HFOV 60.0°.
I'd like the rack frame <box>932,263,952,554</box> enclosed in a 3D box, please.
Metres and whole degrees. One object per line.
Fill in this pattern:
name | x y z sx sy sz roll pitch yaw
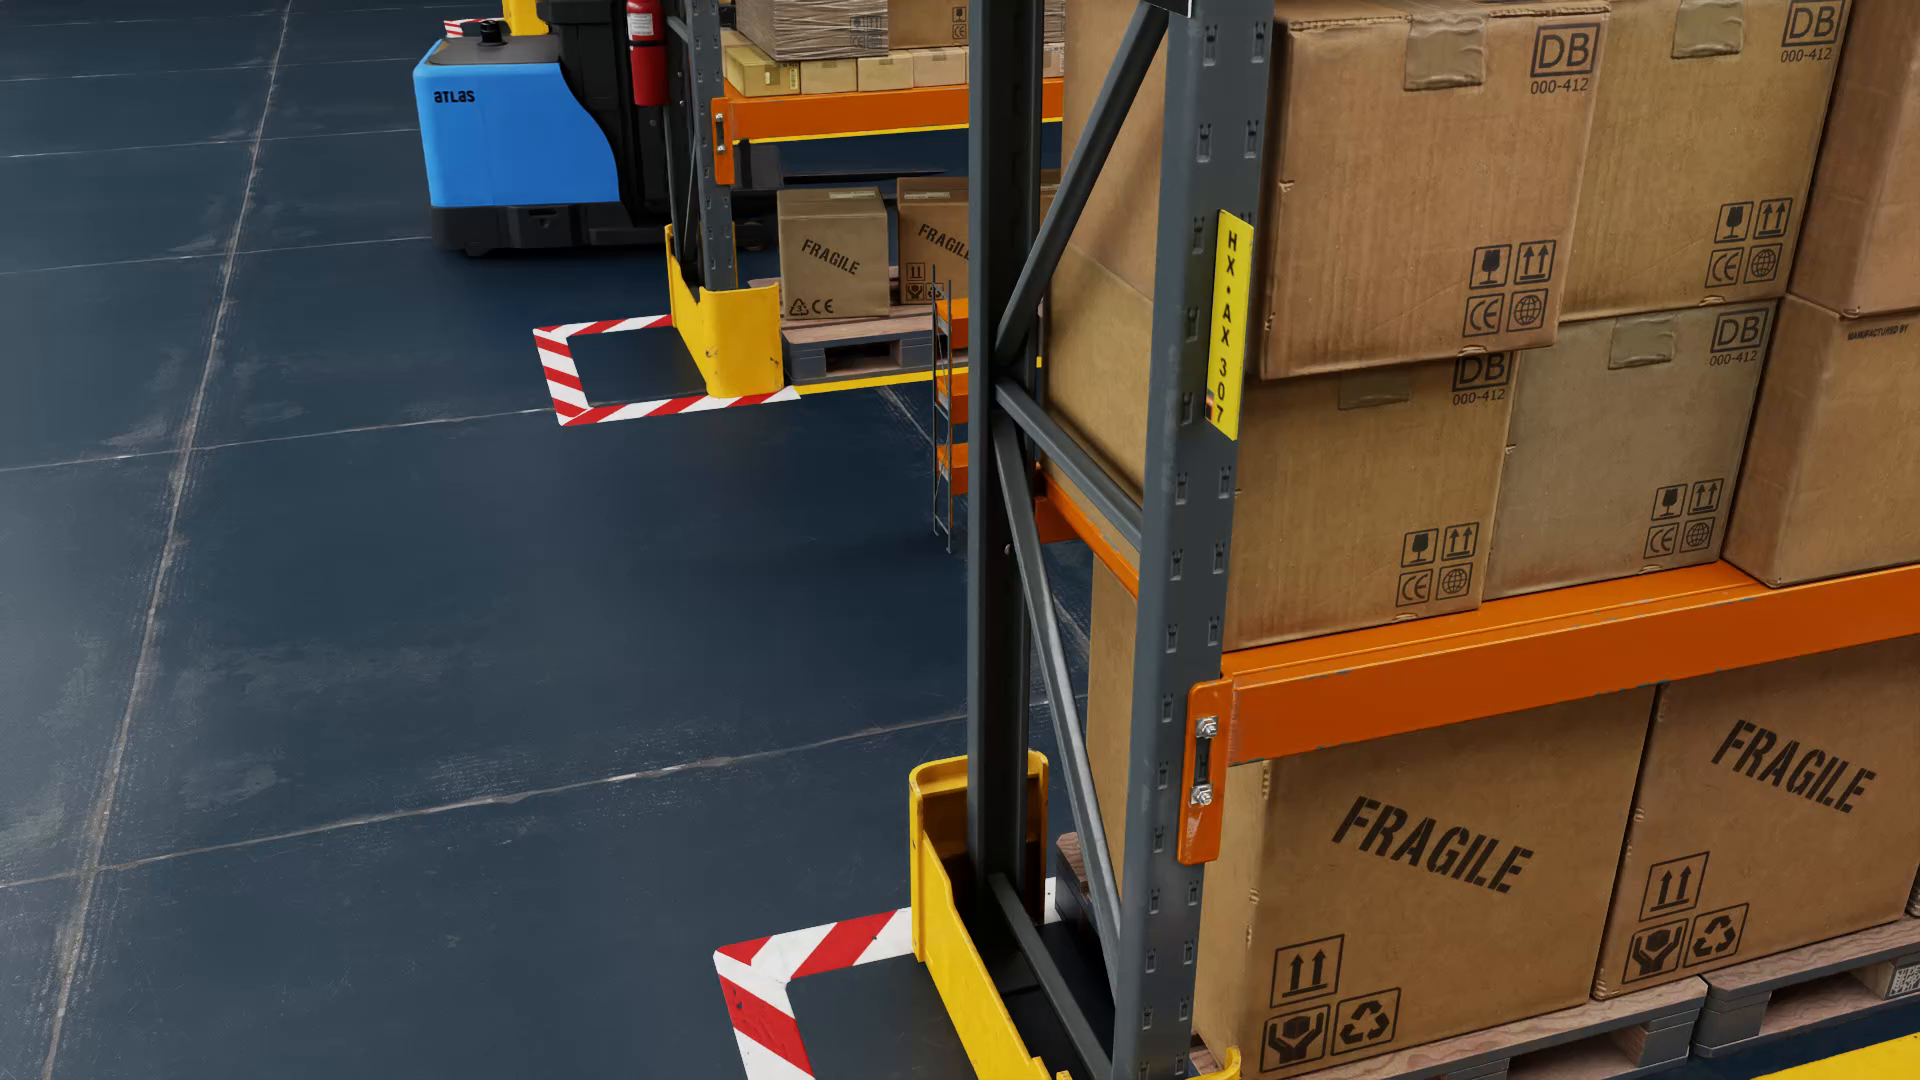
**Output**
rack frame | -0.065 -0.461 5.998 0.008 1.050 0.200 -8 28 -16

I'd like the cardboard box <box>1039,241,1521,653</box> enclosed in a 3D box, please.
cardboard box | 0.567 -0.264 3.239 0.550 0.550 0.875 -8 28 -16

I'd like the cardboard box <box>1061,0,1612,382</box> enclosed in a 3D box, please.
cardboard box | 0.593 -0.712 2.927 0.550 0.550 0.875 -8 28 -16

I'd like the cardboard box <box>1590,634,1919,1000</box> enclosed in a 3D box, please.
cardboard box | 1.689 0.394 4.000 0.875 0.875 0.875 -9 28 -17

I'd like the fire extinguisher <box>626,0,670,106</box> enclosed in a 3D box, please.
fire extinguisher | -1.463 -2.382 7.761 0.183 0.674 0.296 -8 28 -16

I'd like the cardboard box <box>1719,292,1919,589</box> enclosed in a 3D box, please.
cardboard box | 1.655 -0.372 3.458 0.550 0.550 0.875 -8 28 -16

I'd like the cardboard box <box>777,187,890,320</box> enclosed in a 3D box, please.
cardboard box | -0.612 -1.385 8.004 0.500 0.500 0.500 -3 27 -7

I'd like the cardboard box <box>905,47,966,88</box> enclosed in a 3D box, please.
cardboard box | -0.149 -2.161 7.511 0.250 0.149 0.380 -8 28 -16

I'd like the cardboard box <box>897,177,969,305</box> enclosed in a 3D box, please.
cardboard box | -0.055 -1.481 8.199 0.500 0.500 0.500 -1 26 -3

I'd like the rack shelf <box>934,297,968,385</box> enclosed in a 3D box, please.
rack shelf | 0.051 -0.722 5.910 0.240 0.259 0.215 -8 28 -16

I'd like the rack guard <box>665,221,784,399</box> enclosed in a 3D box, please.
rack guard | -1.139 -1.128 7.960 0.348 0.500 1.175 -8 28 -16

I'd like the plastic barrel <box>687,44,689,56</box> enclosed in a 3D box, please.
plastic barrel | -2.143 -3.528 12.309 0.421 0.512 0.421 0 26 0

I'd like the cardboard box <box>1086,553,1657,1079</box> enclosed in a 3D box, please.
cardboard box | 0.853 0.516 3.754 0.875 0.875 0.875 -8 28 -16

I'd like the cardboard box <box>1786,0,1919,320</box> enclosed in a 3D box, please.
cardboard box | 1.662 -0.846 3.198 0.550 0.550 0.875 -8 28 -16

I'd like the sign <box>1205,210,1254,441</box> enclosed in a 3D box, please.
sign | 0.395 -0.314 2.446 0.005 0.325 0.100 -8 28 -16

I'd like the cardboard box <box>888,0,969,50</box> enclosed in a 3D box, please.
cardboard box | -0.242 -2.599 7.665 0.500 0.500 0.875 -8 28 -16

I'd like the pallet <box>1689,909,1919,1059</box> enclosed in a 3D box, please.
pallet | 2.123 0.813 4.374 1.213 0.211 1.003 -8 28 -16

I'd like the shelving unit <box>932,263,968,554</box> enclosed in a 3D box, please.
shelving unit | 0.051 -0.478 6.031 0.252 1.050 0.215 -8 28 -16

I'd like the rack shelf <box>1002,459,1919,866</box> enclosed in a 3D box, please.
rack shelf | 2.130 -0.079 3.845 4.000 0.370 1.077 -8 28 -16

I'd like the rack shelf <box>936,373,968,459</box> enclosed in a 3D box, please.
rack shelf | 0.051 -0.468 6.036 0.240 0.259 0.215 -8 28 -16

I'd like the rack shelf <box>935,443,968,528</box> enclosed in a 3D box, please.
rack shelf | 0.051 -0.219 6.160 0.240 0.259 0.215 -8 28 -16

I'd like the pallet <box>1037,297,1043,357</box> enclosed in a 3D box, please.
pallet | 0.802 -1.262 8.554 1.213 0.211 1.003 -8 28 -16

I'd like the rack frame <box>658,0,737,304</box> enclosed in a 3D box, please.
rack frame | -1.211 -2.237 7.383 0.127 3.000 1.000 -8 28 -16

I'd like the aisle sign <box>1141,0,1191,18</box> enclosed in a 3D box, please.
aisle sign | 0.254 -1.154 2.277 0.004 0.787 0.394 -8 28 -16

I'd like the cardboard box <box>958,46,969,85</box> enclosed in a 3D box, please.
cardboard box | 0.091 -2.192 7.575 0.250 0.149 0.380 -8 28 -16

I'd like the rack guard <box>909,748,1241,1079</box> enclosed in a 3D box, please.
rack guard | 0.206 0.997 3.680 0.348 0.500 1.175 -8 28 -16

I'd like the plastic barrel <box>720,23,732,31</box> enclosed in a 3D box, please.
plastic barrel | -1.666 -3.597 12.448 0.421 0.512 0.421 0 26 0

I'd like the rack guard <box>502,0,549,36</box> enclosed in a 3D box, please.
rack guard | -4.298 -5.303 16.370 0.348 0.500 1.175 -8 28 -16

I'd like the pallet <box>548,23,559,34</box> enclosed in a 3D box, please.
pallet | -3.561 -5.300 16.689 1.213 0.211 1.003 -8 28 -16

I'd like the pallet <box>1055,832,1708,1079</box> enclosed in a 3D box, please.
pallet | 0.965 0.980 4.039 1.213 0.211 1.003 -8 28 -16

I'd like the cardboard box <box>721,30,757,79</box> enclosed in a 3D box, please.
cardboard box | -1.004 -2.251 7.694 0.250 0.149 0.380 -8 28 -16

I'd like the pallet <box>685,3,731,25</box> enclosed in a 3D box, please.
pallet | -2.403 -5.467 17.024 1.213 0.211 1.003 -8 28 -16

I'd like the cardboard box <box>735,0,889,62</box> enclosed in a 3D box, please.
cardboard box | -0.680 -2.479 7.424 0.500 0.500 0.875 -8 28 -16

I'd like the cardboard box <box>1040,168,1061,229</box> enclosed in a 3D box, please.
cardboard box | 0.546 -1.560 8.357 0.500 0.500 0.500 -6 27 -11

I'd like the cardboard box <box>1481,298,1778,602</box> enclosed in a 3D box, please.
cardboard box | 1.083 -0.348 3.410 0.550 0.550 0.875 -8 28 -16

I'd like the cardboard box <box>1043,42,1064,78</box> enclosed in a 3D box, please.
cardboard box | 0.320 -2.238 7.667 0.250 0.149 0.380 -8 28 -16

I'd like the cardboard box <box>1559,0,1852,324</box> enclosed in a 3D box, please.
cardboard box | 1.088 -0.826 3.158 0.550 0.550 0.875 -8 28 -16

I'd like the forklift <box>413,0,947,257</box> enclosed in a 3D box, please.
forklift | -1.545 -3.202 9.404 3.031 2.935 1.130 -4 27 -7

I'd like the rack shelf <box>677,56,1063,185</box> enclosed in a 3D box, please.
rack shelf | 0.690 -2.190 8.098 4.000 0.370 1.077 -8 28 -16

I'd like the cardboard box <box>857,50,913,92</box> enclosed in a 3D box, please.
cardboard box | -0.381 -2.117 7.424 0.250 0.149 0.380 -8 28 -16

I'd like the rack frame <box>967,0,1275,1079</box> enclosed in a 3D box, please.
rack frame | 0.228 -0.126 3.131 0.127 3.000 1.000 -8 28 -16

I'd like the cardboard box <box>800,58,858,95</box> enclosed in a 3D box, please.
cardboard box | -0.623 -2.089 7.368 0.250 0.149 0.380 -8 28 -16

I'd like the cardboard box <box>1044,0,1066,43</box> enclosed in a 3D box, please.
cardboard box | 0.247 -2.649 7.766 0.500 0.500 0.875 -8 28 -16

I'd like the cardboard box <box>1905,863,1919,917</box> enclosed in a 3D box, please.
cardboard box | 2.556 0.269 4.251 0.875 0.875 0.875 -8 28 -16

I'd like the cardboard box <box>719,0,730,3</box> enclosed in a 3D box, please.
cardboard box | -2.270 -5.568 16.713 0.500 0.250 0.500 -8 28 -16

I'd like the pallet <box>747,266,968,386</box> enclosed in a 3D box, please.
pallet | -0.356 -1.096 8.219 1.213 0.211 1.003 -8 28 -16

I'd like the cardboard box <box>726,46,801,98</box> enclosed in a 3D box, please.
cardboard box | -0.867 -2.063 7.315 0.250 0.149 0.380 -8 28 -16
